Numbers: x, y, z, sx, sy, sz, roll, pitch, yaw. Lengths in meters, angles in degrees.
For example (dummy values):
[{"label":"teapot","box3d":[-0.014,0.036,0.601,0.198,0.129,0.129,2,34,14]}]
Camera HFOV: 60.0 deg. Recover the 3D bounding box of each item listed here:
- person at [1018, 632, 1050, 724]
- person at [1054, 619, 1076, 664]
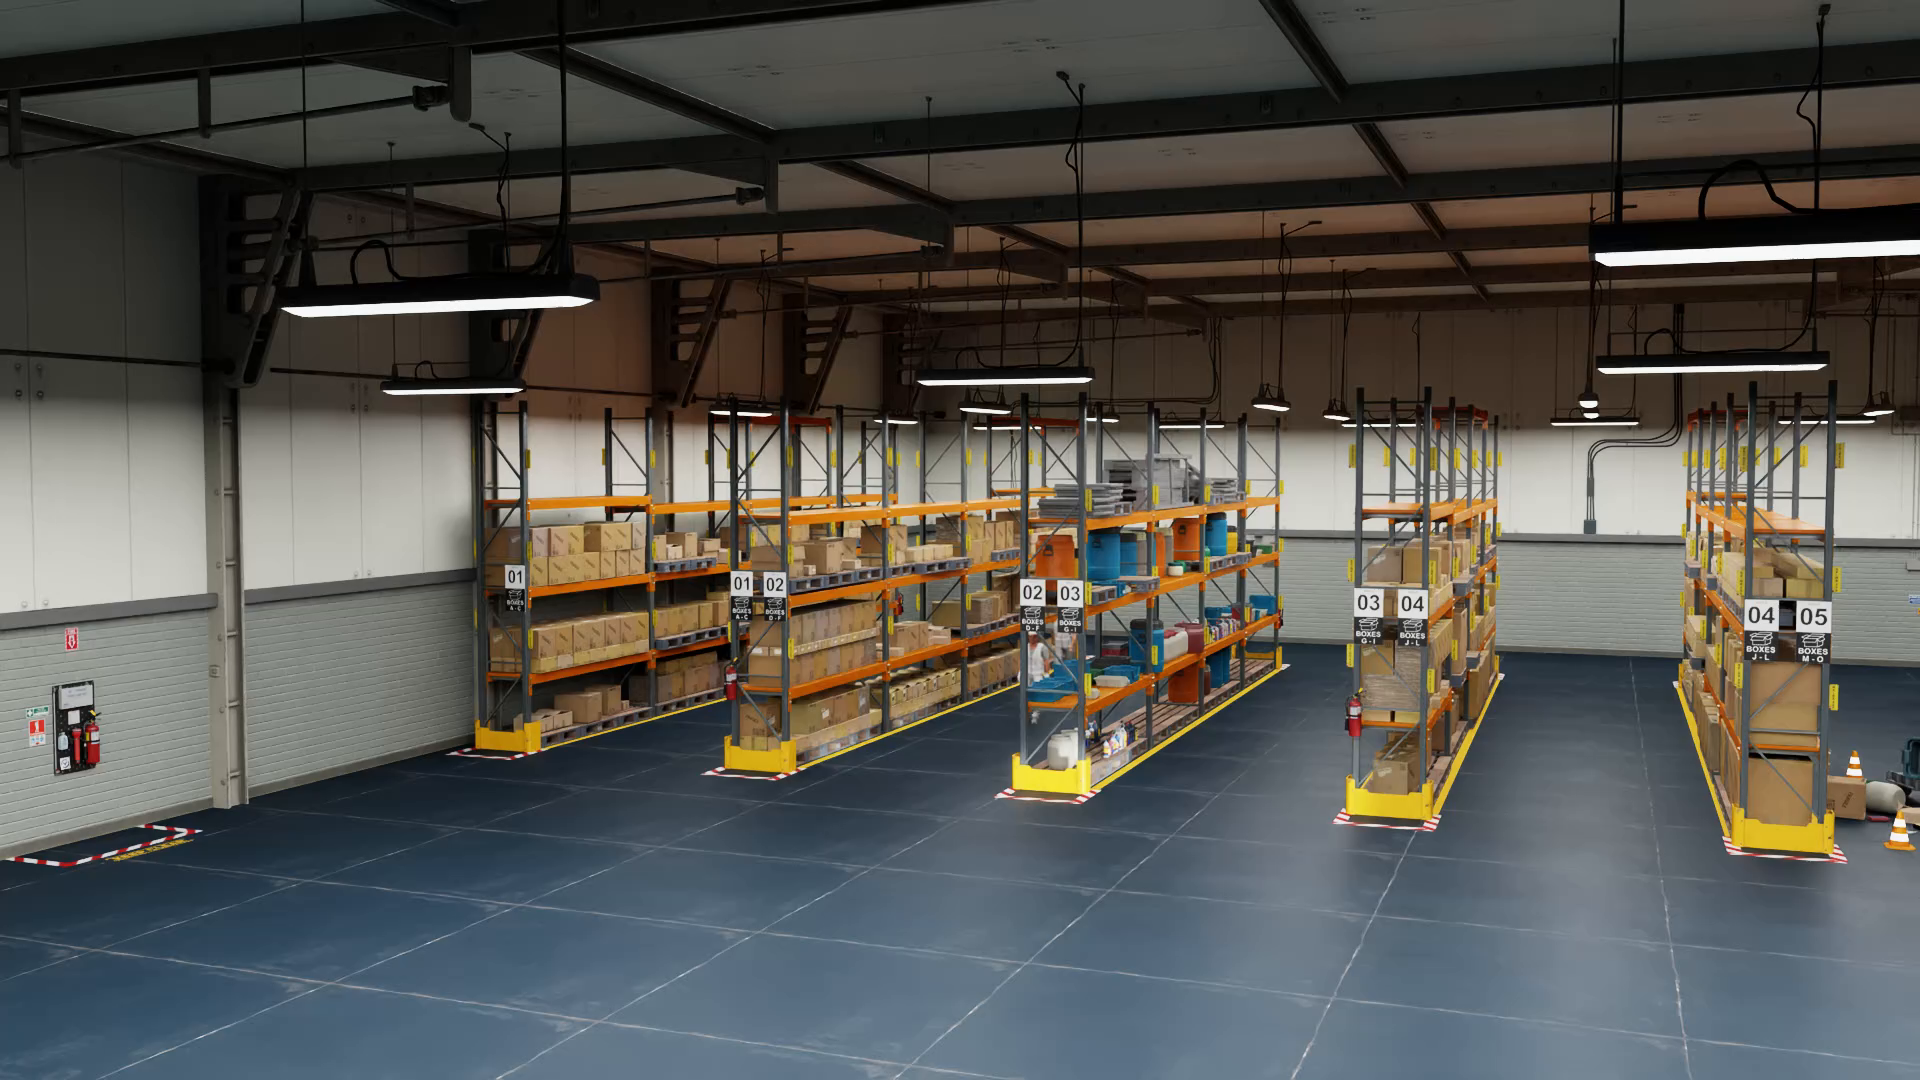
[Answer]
[{"label":"person","box3d":[1.371,2.563,31.514,0.547,1.744,0.921,1,3,27]},{"label":"person","box3d":[2.308,2.328,36.887,0.558,1.714,1.067,1,3,18]}]
